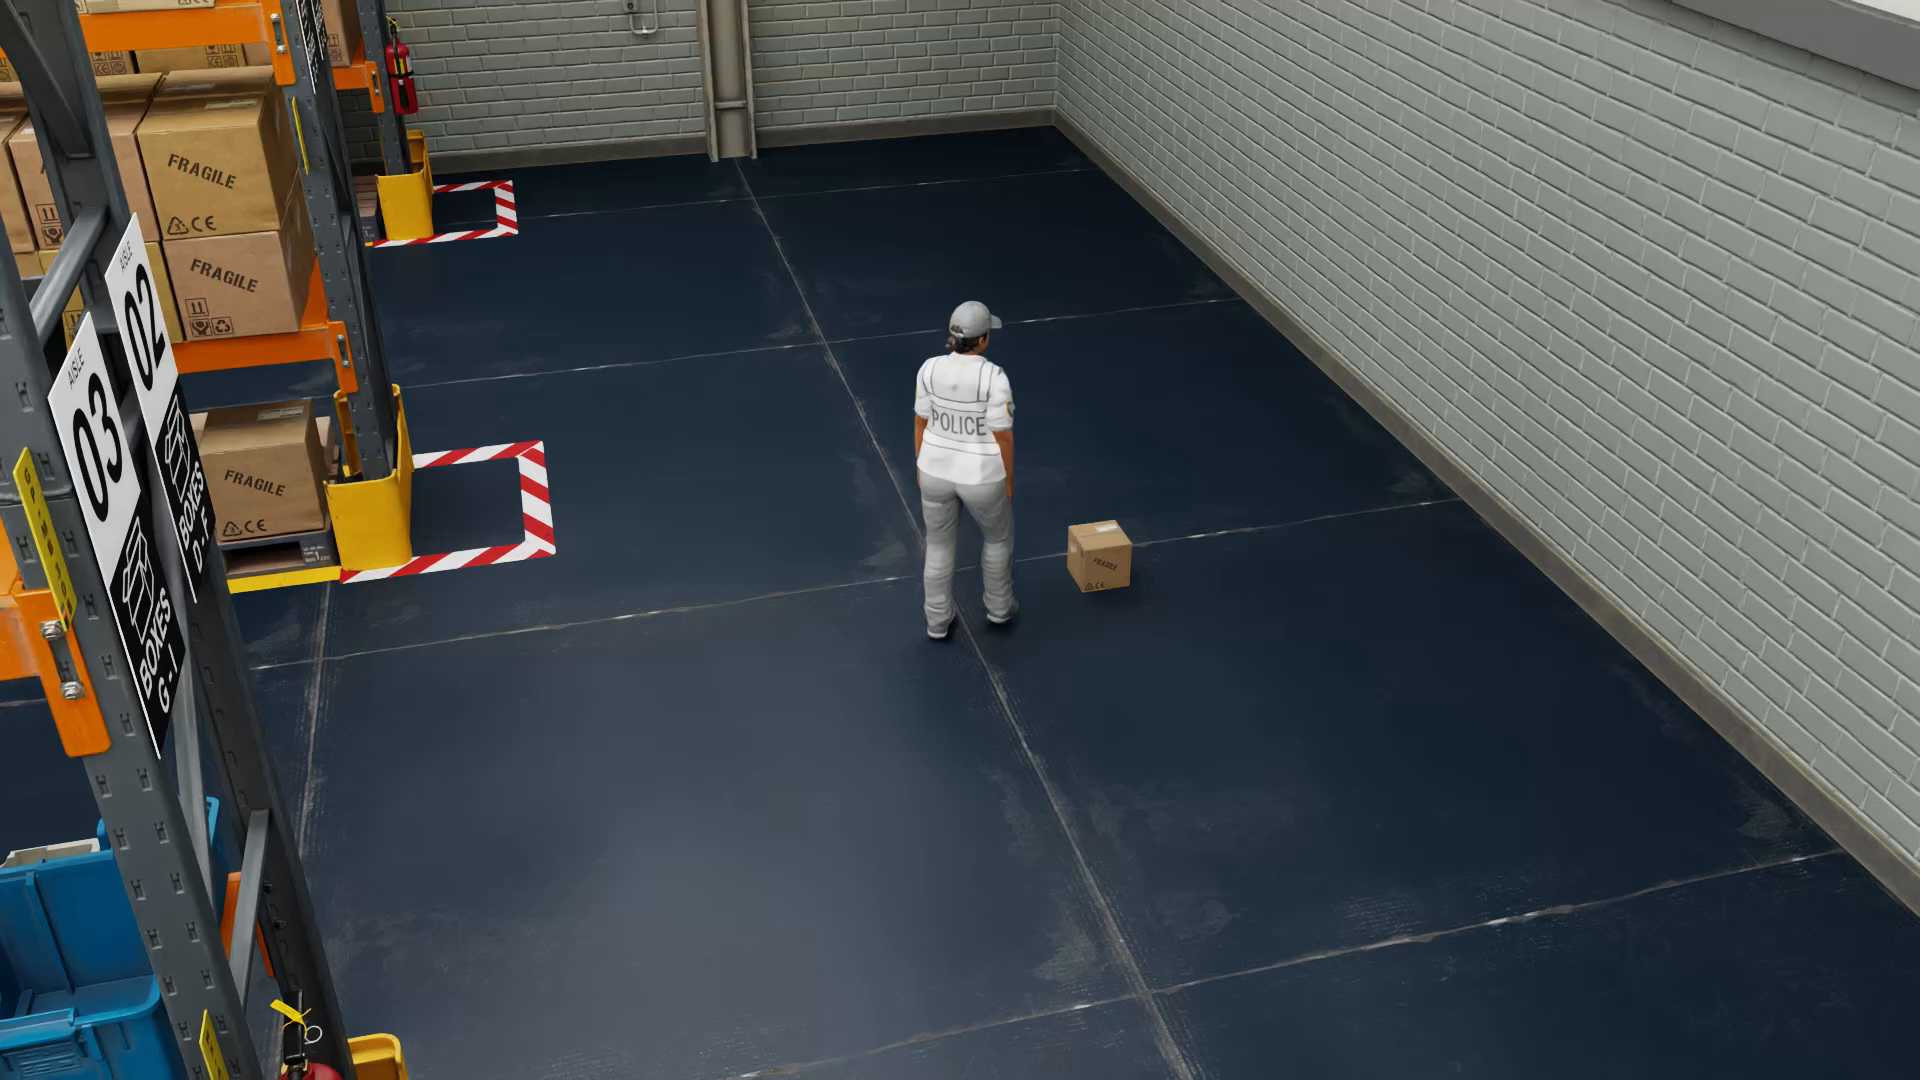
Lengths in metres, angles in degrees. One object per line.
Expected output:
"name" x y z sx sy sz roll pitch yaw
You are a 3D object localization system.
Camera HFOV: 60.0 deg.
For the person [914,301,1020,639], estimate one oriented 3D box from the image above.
"person" 0.044 -0.314 7.696 0.489 1.707 0.521 10 32 16
